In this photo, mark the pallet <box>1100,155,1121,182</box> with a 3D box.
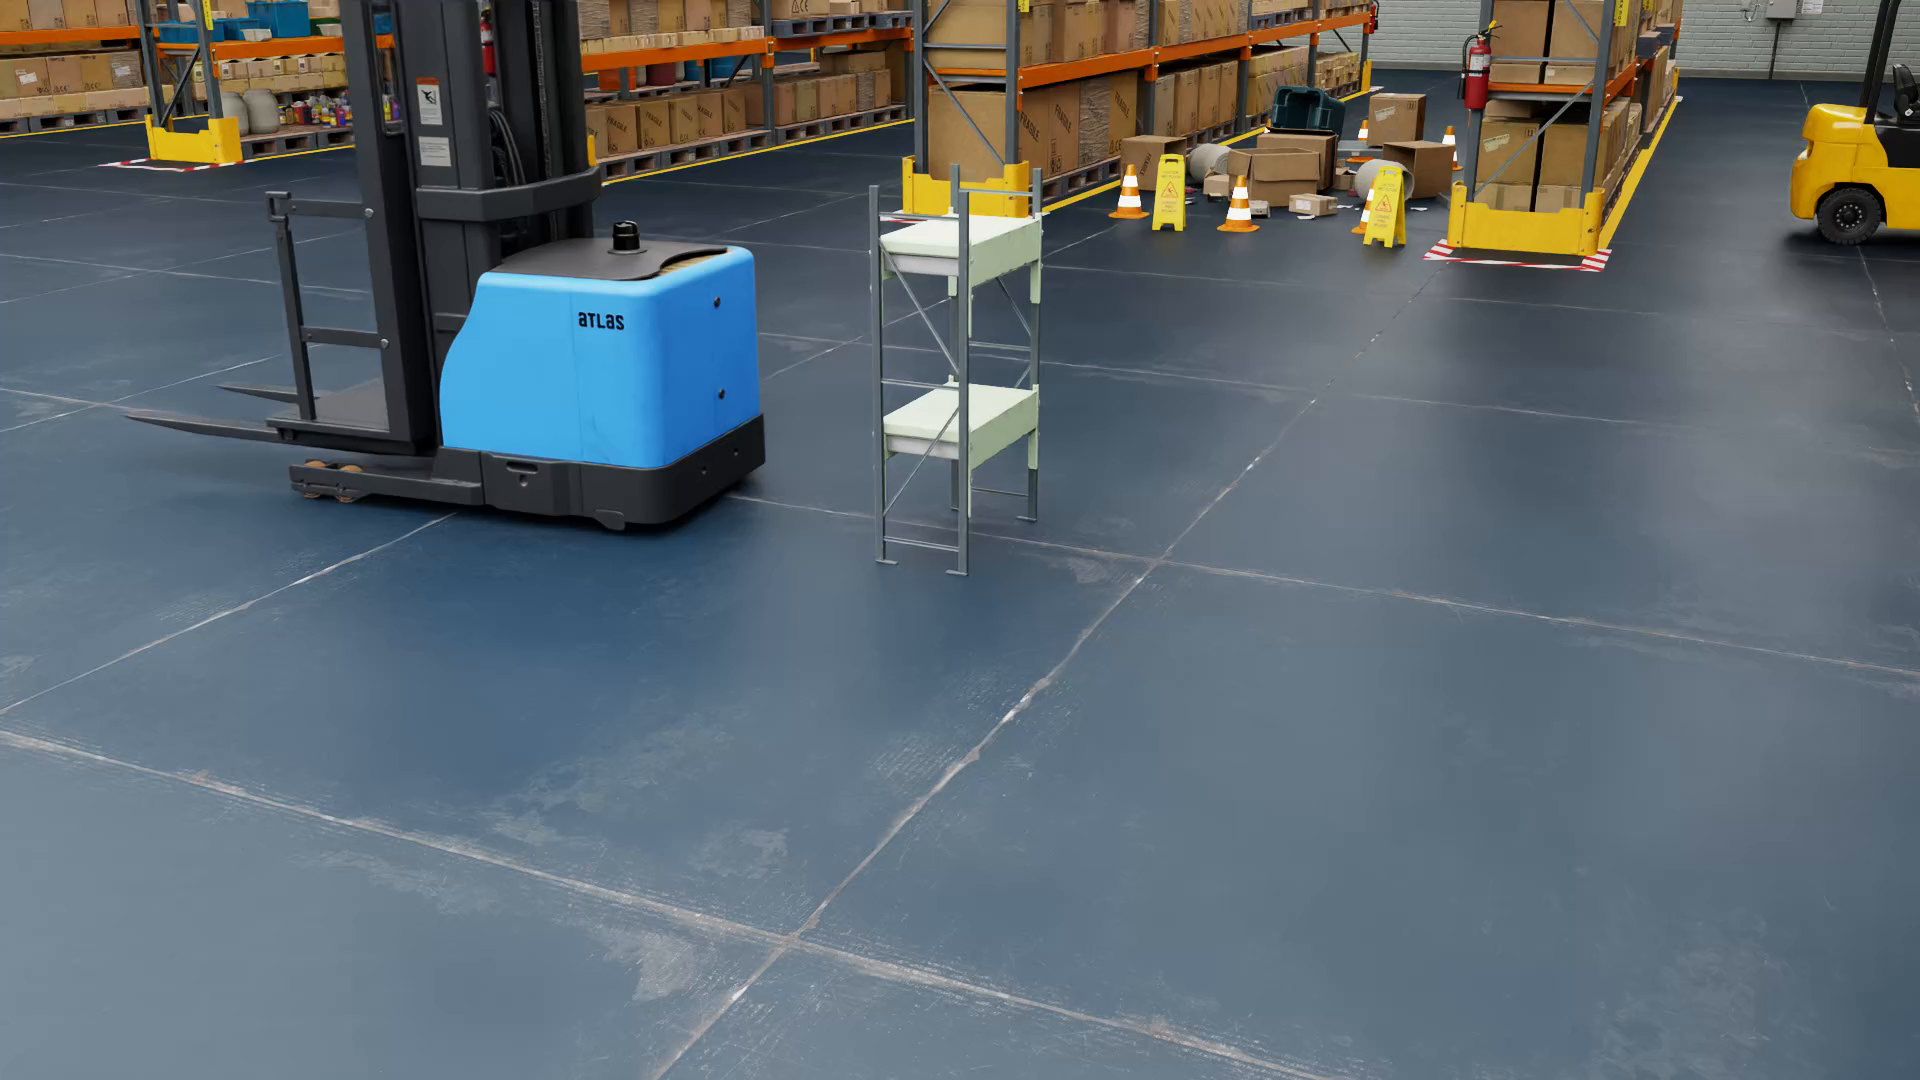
[{"bbox_3d":[1.313,-4.142,18.301,1.003,0.211,1.213,9,21,23],"label":"pallet"}]

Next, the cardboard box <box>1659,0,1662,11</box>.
[{"bbox_3d":[7.757,-6.301,18.989,0.500,0.500,0.500,8,21,22],"label":"cardboard box"}]

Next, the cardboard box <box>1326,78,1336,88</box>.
[{"bbox_3d":[5.909,-7.447,27.061,0.380,0.149,0.250,8,21,21],"label":"cardboard box"}]

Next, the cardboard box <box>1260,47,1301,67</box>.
[{"bbox_3d":[4.675,-7.079,24.382,0.500,0.250,0.500,10,22,25],"label":"cardboard box"}]

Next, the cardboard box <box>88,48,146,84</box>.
[{"bbox_3d":[-12.299,-6.906,24.270,0.500,0.500,0.500,9,21,23],"label":"cardboard box"}]

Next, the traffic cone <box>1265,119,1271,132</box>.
[{"bbox_3d":[3.623,-4.685,19.453,0.336,0.463,0.334,9,21,23],"label":"traffic cone"}]

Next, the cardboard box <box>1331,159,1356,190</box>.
[{"bbox_3d":[3.962,-3.787,17.220,0.258,0.266,0.396,-5,20,-15],"label":"cardboard box"}]

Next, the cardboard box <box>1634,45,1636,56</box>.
[{"bbox_3d":[6.400,-4.771,16.283,0.380,0.149,0.250,8,21,22],"label":"cardboard box"}]

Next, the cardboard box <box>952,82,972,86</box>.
[{"bbox_3d":[-0.476,-7.288,25.530,1.225,0.875,0.875,9,21,23],"label":"cardboard box"}]

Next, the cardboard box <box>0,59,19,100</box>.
[{"bbox_3d":[-12.836,-6.069,21.915,0.500,0.500,0.500,9,21,23],"label":"cardboard box"}]

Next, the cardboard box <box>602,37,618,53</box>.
[{"bbox_3d":[-3.855,-5.251,17.631,0.380,0.149,0.250,9,21,23],"label":"cardboard box"}]

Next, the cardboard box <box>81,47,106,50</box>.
[{"bbox_3d":[-15.271,-8.312,28.938,0.700,0.500,0.500,9,21,23],"label":"cardboard box"}]

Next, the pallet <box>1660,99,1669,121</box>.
[{"bbox_3d":[9.912,-6.383,24.602,1.003,0.211,1.213,9,21,23],"label":"pallet"}]

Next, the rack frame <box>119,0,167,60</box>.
[{"bbox_3d":[-14.707,-9.651,29.629,1.000,3.000,0.127,9,21,23],"label":"rack frame"}]

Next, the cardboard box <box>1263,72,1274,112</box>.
[{"bbox_3d":[4.059,-6.256,23.187,0.500,0.500,0.500,9,21,23],"label":"cardboard box"}]

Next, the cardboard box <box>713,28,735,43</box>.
[{"bbox_3d":[-2.876,-5.930,19.541,0.380,0.149,0.250,9,21,23],"label":"cardboard box"}]

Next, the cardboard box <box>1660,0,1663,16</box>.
[{"bbox_3d":[8.324,-6.538,20.354,0.500,0.250,0.500,8,21,22],"label":"cardboard box"}]

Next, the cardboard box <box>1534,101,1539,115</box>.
[{"bbox_3d":[4.901,-3.846,14.698,0.380,0.149,0.250,9,21,24],"label":"cardboard box"}]

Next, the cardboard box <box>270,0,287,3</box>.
[{"bbox_3d":[-10.858,-8.504,26.256,0.500,0.500,0.500,7,21,20],"label":"cardboard box"}]

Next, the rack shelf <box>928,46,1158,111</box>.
[{"bbox_3d":[0.877,-4.727,16.859,1.077,0.370,4.000,9,21,23],"label":"rack shelf"}]

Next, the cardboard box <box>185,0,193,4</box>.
[{"bbox_3d":[-14.063,-9.756,30.271,0.380,0.149,0.250,9,22,24],"label":"cardboard box"}]

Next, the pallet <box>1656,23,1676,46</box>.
[{"bbox_3d":[7.697,-5.929,19.451,1.213,0.211,1.003,9,21,23],"label":"pallet"}]

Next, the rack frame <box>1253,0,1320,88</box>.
[{"bbox_3d":[4.972,-8.123,25.334,1.000,3.000,0.127,9,21,23],"label":"rack frame"}]

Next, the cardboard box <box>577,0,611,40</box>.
[{"bbox_3d":[-4.175,-5.518,17.415,0.875,0.500,0.500,9,21,23],"label":"cardboard box"}]

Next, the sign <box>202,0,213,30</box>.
[{"bbox_3d":[-8.444,-5.900,18.668,0.100,0.325,0.005,9,21,23],"label":"sign"}]

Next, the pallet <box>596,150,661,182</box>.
[{"bbox_3d":[-4.029,-4.119,18.237,1.003,0.211,1.213,9,21,23],"label":"pallet"}]

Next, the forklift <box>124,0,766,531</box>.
[{"bbox_3d":[-2.483,-1.704,7.387,3.031,2.935,1.130,7,21,18],"label":"forklift"}]

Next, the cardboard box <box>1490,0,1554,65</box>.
[{"bbox_3d":[4.586,-4.198,13.702,0.500,0.500,0.500,8,21,22],"label":"cardboard box"}]

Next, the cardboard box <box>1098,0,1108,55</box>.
[{"bbox_3d":[1.023,-5.314,17.210,0.875,0.550,0.550,9,21,23],"label":"cardboard box"}]

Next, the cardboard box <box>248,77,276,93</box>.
[{"bbox_3d":[-11.012,-7.056,25.810,0.500,0.250,0.500,8,21,21],"label":"cardboard box"}]

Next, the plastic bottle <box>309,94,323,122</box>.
[{"bbox_3d":[-8.343,-5.594,21.518,0.144,0.351,0.185,10,22,25],"label":"plastic bottle"}]

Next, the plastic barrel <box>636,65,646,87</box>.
[{"bbox_3d":[-5.334,-7.654,27.101,0.421,0.512,0.421,0,20,0],"label":"plastic barrel"}]

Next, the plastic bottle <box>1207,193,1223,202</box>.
[{"bbox_3d":[2.508,-3.376,16.370,0.133,0.061,0.283,1,20,4],"label":"plastic bottle"}]

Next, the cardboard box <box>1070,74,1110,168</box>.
[{"bbox_3d":[1.009,-4.416,17.453,0.875,0.875,0.875,9,21,23],"label":"cardboard box"}]

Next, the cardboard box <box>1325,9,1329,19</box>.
[{"bbox_3d":[5.602,-8.307,26.225,0.380,0.149,0.250,8,21,20],"label":"cardboard box"}]

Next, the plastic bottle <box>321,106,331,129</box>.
[{"bbox_3d":[-7.917,-5.279,20.752,0.097,0.271,0.097,0,20,0],"label":"plastic bottle"}]

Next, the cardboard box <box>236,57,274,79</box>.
[{"bbox_3d":[-11.007,-7.319,25.712,0.500,0.311,0.500,8,21,21],"label":"cardboard box"}]

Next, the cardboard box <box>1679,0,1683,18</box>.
[{"bbox_3d":[11.211,-8.561,26.416,0.500,0.500,0.500,9,21,23],"label":"cardboard box"}]

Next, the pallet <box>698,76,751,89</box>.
[{"bbox_3d":[-4.384,-7.970,29.065,1.003,0.211,1.213,9,21,23],"label":"pallet"}]

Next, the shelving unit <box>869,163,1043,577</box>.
[{"bbox_3d":[-0.003,-0.705,6.712,0.431,1.500,0.755,9,21,23],"label":"shelving unit"}]

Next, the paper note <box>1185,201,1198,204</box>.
[{"bbox_3d":[2.232,-3.289,16.174,0.144,0.017,0.142,18,26,41],"label":"paper note"}]

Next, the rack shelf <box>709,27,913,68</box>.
[{"bbox_3d":[-1.969,-6.662,22.298,1.077,0.370,4.000,9,21,23],"label":"rack shelf"}]

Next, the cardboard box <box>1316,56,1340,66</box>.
[{"bbox_3d":[6.047,-7.893,27.427,0.380,0.149,0.250,8,21,21],"label":"cardboard box"}]

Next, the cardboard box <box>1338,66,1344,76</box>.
[{"bbox_3d":[6.121,-7.745,27.455,0.380,0.149,0.250,10,22,25],"label":"cardboard box"}]

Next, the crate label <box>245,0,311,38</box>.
[{"bbox_3d":[-8.437,-6.462,20.611,0.502,0.435,0.616,9,21,23],"label":"crate label"}]

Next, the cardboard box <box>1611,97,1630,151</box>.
[{"bbox_3d":[6.256,-4.067,16.287,0.500,0.500,0.500,8,21,22],"label":"cardboard box"}]

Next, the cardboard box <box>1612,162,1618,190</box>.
[{"bbox_3d":[5.835,-3.395,15.516,0.500,0.250,0.500,9,21,24],"label":"cardboard box"}]

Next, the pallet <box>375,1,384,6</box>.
[{"bbox_3d":[-9.972,-9.099,28.363,1.213,0.211,1.003,9,21,23],"label":"pallet"}]

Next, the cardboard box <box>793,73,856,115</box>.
[{"bbox_3d":[-1.847,-6.088,22.686,0.700,0.500,0.500,11,22,27],"label":"cardboard box"}]

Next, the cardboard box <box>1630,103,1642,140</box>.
[{"bbox_3d":[7.651,-5.041,19.961,0.950,0.372,0.625,7,21,19],"label":"cardboard box"}]

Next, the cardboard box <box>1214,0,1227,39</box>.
[{"bbox_3d":[2.984,-6.468,20.530,0.500,0.500,0.500,8,21,22],"label":"cardboard box"}]

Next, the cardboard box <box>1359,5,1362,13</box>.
[{"bbox_3d":[6.598,-9.018,28.226,0.380,0.149,0.250,9,21,23],"label":"cardboard box"}]

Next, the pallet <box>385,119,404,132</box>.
[{"bbox_3d":[-7.619,-5.555,22.275,1.003,0.211,1.213,9,21,23],"label":"pallet"}]

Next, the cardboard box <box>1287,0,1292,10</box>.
[{"bbox_3d":[4.569,-7.736,23.994,0.380,0.149,0.250,8,21,20],"label":"cardboard box"}]

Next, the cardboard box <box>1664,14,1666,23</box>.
[{"bbox_3d":[8.935,-6.767,21.744,0.500,0.250,0.500,9,21,23],"label":"cardboard box"}]
